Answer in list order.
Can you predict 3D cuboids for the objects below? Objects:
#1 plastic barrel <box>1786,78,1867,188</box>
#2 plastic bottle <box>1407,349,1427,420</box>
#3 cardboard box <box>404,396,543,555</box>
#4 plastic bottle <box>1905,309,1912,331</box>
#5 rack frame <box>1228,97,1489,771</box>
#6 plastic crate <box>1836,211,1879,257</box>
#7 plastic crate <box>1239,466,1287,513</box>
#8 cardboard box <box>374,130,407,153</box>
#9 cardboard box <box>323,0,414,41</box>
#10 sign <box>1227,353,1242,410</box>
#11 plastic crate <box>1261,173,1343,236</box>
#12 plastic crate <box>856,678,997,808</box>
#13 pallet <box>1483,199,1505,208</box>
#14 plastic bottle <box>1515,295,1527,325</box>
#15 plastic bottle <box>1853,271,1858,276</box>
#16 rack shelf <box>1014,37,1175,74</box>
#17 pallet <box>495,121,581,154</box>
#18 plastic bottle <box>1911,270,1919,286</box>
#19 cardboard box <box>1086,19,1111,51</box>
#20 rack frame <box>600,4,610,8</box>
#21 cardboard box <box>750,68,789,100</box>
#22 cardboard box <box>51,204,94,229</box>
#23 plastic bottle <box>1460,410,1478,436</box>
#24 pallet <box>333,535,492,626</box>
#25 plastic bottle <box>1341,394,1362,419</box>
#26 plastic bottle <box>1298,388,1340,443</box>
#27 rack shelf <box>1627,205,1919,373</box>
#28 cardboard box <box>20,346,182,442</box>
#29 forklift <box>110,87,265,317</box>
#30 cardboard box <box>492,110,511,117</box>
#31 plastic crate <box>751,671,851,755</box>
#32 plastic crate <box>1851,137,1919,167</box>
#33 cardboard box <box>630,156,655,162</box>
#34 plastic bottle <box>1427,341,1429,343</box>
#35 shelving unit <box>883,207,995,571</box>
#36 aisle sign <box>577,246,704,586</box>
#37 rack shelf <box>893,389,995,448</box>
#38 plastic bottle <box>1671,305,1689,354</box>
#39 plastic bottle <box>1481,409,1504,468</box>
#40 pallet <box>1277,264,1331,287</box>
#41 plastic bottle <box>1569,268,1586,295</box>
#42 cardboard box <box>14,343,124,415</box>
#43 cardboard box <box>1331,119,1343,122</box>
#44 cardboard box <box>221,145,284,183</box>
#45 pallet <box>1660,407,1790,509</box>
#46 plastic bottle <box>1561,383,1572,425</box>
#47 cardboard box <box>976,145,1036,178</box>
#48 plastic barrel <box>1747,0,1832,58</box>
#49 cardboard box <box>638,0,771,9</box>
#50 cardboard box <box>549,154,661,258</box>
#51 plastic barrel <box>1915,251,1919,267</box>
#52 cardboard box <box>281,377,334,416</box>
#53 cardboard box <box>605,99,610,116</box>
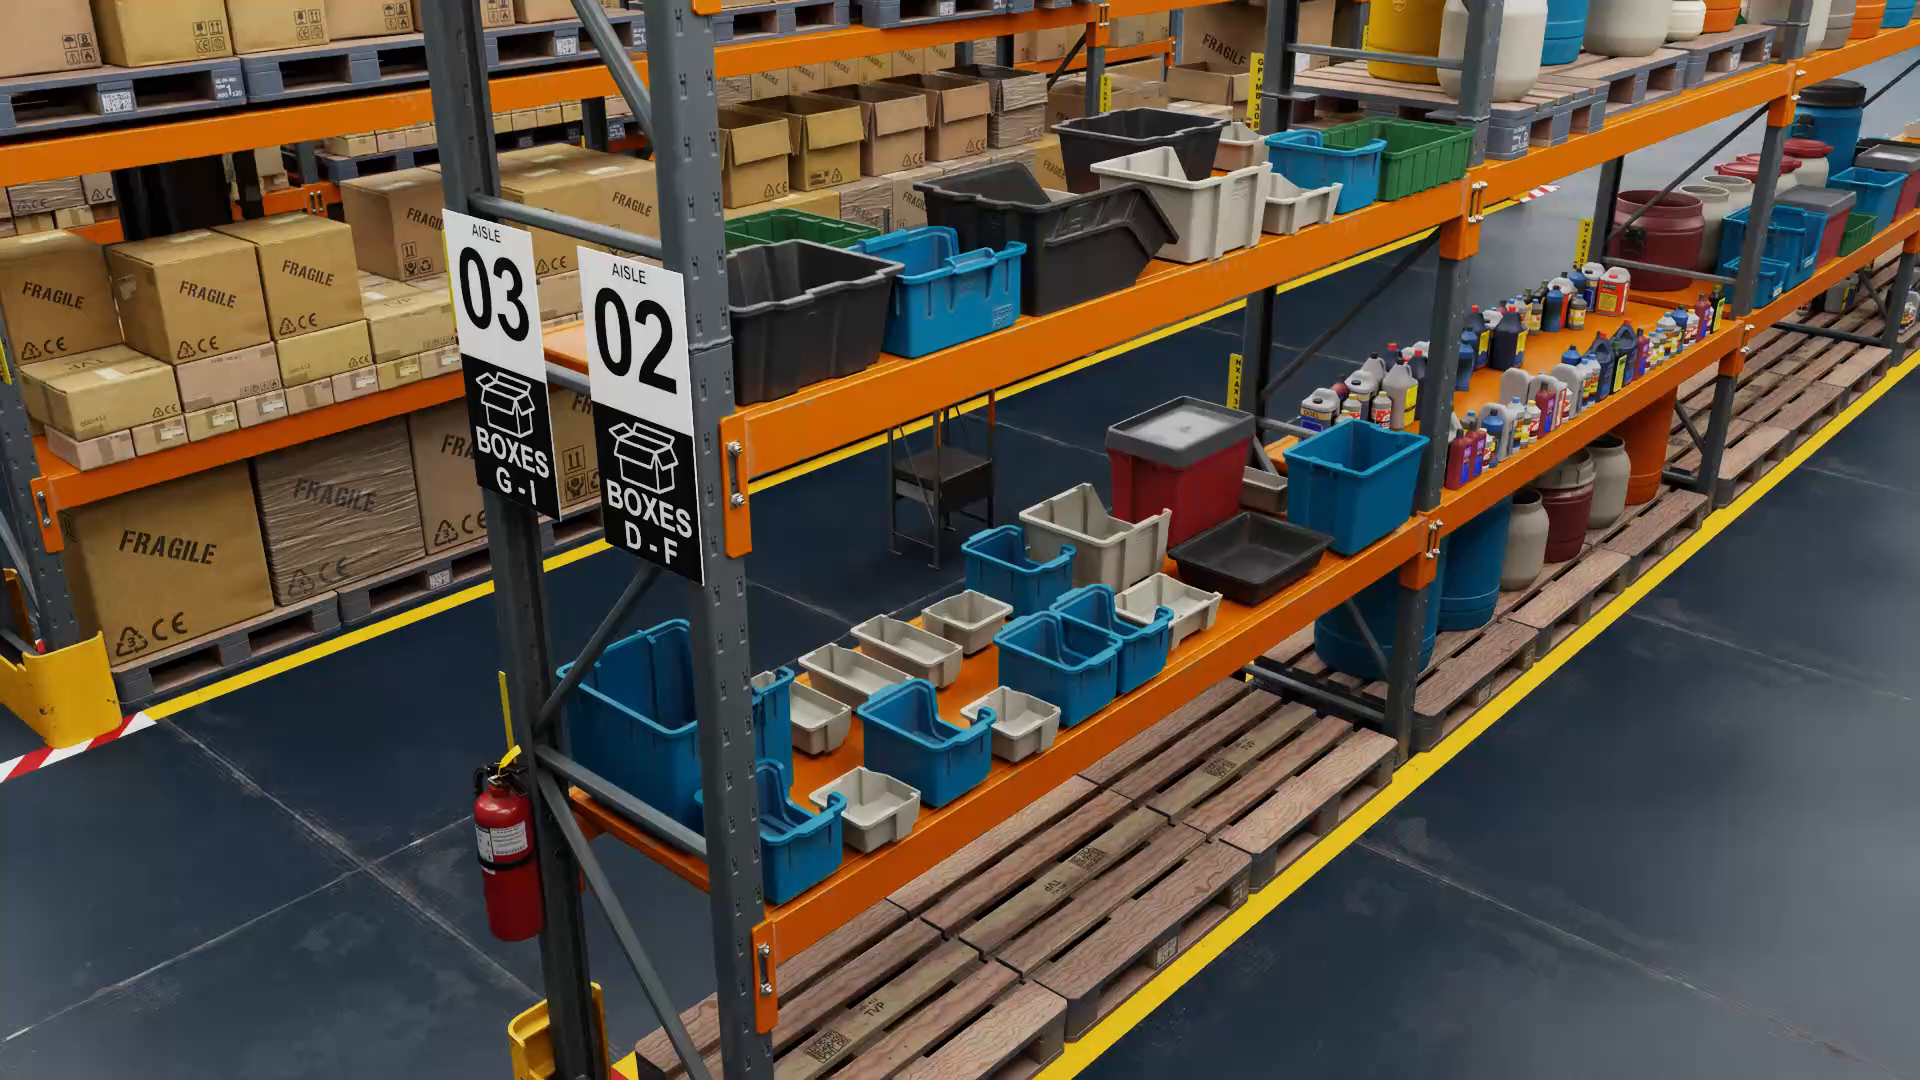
[{"bbox_3d":[6.571,-3.067,12.812,0.600,0.901,0.708,20,31,38],"label":"plastic barrel"},{"bbox_3d":[2.316,-0.800,8.428,0.144,0.351,0.185,20,31,38],"label":"plastic bottle"},{"bbox_3d":[-3.074,-0.557,9.910,0.875,0.875,0.875,20,31,38],"label":"cardboard box"},{"bbox_3d":[7.661,-1.806,13.493,0.097,0.201,0.097,0,24,0],"label":"plastic bottle"},{"bbox_3d":[1.715,-0.436,7.556,1.000,3.000,0.127,20,31,38],"label":"rack frame"},{"bbox_3d":[6.102,-2.169,11.680,0.450,0.188,0.662,20,31,38],"label":"plastic crate"},{"bbox_3d":[1.298,-0.240,7.368,0.396,0.136,0.243,20,31,38],"label":"plastic crate"},{"bbox_3d":[-4.813,-3.331,13.807,0.380,0.149,0.250,21,31,38],"label":"cardboard box"},{"bbox_3d":[-3.268,-2.902,8.632,0.700,0.500,0.500,22,32,40],"label":"cardboard box"},{"bbox_3d":[1.307,-0.713,7.836,0.100,0.325,0.005,20,31,38],"label":"sign"},{"bbox_3d":[1.150,-1.193,5.900,0.293,0.136,0.466,20,31,38],"label":"plastic crate"},{"bbox_3d":[-0.105,0.646,5.274,0.416,0.233,0.300,20,31,38],"label":"plastic crate"},{"bbox_3d":[5.416,-3.911,18.715,1.003,0.211,1.213,20,31,38],"label":"pallet"},{"bbox_3d":[3.206,-1.273,9.579,0.097,0.271,0.097,0,24,0],"label":"plastic bottle"},{"bbox_3d":[7.707,-2.246,14.376,0.061,0.283,0.133,20,31,38],"label":"plastic bottle"},{"bbox_3d":[1.074,-5.892,20.604,1.077,0.370,4.000,20,31,38],"label":"rack shelf"},{"bbox_3d":[-4.221,-3.690,15.049,1.003,0.211,1.213,20,31,38],"label":"pallet"},{"bbox_3d":[8.185,-2.184,14.245,0.152,0.276,0.135,20,31,38],"label":"plastic bottle"},{"bbox_3d":[1.377,-6.463,20.814,0.875,0.550,0.550,20,31,38],"label":"cardboard box"},{"bbox_3d":[-1.973,-4.526,9.345,1.000,3.000,0.127,20,31,38],"label":"rack frame"},{"bbox_3d":[-2.092,-4.657,16.847,0.500,0.500,0.500,20,31,37],"label":"cardboard box"},{"bbox_3d":[-6.606,-2.412,12.270,0.380,0.149,0.250,21,32,39],"label":"cardboard box"},{"bbox_3d":[2.447,-0.522,7.991,0.097,0.201,0.097,0,24,0],"label":"plastic bottle"},{"bbox_3d":[-3.353,0.068,9.841,1.003,0.211,1.213,20,31,38],"label":"pallet"},{"bbox_3d":[1.929,-0.620,8.210,0.097,0.201,0.097,0,24,0],"label":"plastic bottle"},{"bbox_3d":[1.737,-0.588,8.046,0.152,0.276,0.135,20,31,38],"label":"plastic bottle"},{"bbox_3d":[5.720,-1.936,11.780,1.077,0.370,4.000,20,31,38],"label":"rack shelf"},{"bbox_3d":[-4.122,-0.709,7.986,0.500,0.250,0.500,19,30,36],"label":"cardboard box"},{"bbox_3d":[-4.668,-1.985,11.095,1.130,2.935,3.031,20,31,37],"label":"forklift"},{"bbox_3d":[-4.122,-3.782,14.448,0.380,0.149,0.250,20,31,37],"label":"cardboard box"},{"bbox_3d":[-0.545,0.578,5.544,0.396,0.136,0.243,20,31,38],"label":"plastic crate"},{"bbox_3d":[7.498,-2.970,13.283,0.767,0.338,0.504,20,31,38],"label":"plastic crate"},{"bbox_3d":[-3.191,-3.505,16.027,0.500,0.250,0.500,19,31,36],"label":"cardboard box"},{"bbox_3d":[2.562,-0.964,8.886,0.152,0.276,0.135,20,31,38],"label":"plastic bottle"},{"bbox_3d":[-0.110,-0.908,9.708,0.431,2.100,0.503,20,31,38],"label":"shelving unit"},{"bbox_3d":[-0.781,-0.300,4.076,0.394,0.787,0.004,20,31,38],"label":"aisle sign"},{"bbox_3d":[-0.110,-0.895,9.714,0.431,0.518,0.480,20,31,38],"label":"rack shelf"},{"bbox_3d":[4.058,-1.196,9.409,0.097,0.271,0.097,0,24,0],"label":"plastic bottle"},{"bbox_3d":[2.495,-0.483,7.818,0.097,0.271,0.097,0,24,0],"label":"plastic bottle"},{"bbox_3d":[2.847,-2.716,16.049,1.003,0.211,1.213,20,31,38],"label":"pallet"},{"bbox_3d":[3.757,-1.524,10.141,0.097,0.271,0.097,0,24,0],"label":"plastic bottle"},{"bbox_3d":[-4.517,-0.857,8.315,0.500,0.250,0.500,20,31,37],"label":"cardboard box"},{"bbox_3d":[3.733,-4.095,16.023,0.380,0.149,0.250,20,31,38],"label":"cardboard box"},{"bbox_3d":[-5.712,-3.130,13.080,0.500,0.500,0.500,20,31,38],"label":"cardboard box"},{"bbox_3d":[4.931,-0.608,11.347,1.003,0.211,1.213,20,31,38],"label":"pallet"},{"bbox_3d":[3.023,-0.692,8.370,0.097,0.201,0.097,0,24,0],"label":"plastic bottle"},{"bbox_3d":[0.214,-2.684,12.448,0.500,0.500,0.500,20,31,37],"label":"cardboard box"},{"bbox_3d":[4.820,-3.085,9.662,0.421,0.512,0.421,0,24,0],"label":"plastic barrel"},{"bbox_3d":[-1.594,-3.574,10.252,0.700,0.500,0.500,21,32,39],"label":"cardboard box"},{"bbox_3d":[-2.081,-1.985,9.913,0.500,0.500,0.500,21,32,39],"label":"cardboard box"},{"bbox_3d":[9.007,-2.774,15.299,0.421,0.512,0.421,0,24,0],"label":"plastic barrel"},{"bbox_3d":[-3.476,-0.787,8.645,0.380,0.149,0.250,19,31,37],"label":"cardboard box"},{"bbox_3d":[-3.424,-3.965,15.220,0.380,0.149,0.250,20,31,37],"label":"cardboard box"}]
